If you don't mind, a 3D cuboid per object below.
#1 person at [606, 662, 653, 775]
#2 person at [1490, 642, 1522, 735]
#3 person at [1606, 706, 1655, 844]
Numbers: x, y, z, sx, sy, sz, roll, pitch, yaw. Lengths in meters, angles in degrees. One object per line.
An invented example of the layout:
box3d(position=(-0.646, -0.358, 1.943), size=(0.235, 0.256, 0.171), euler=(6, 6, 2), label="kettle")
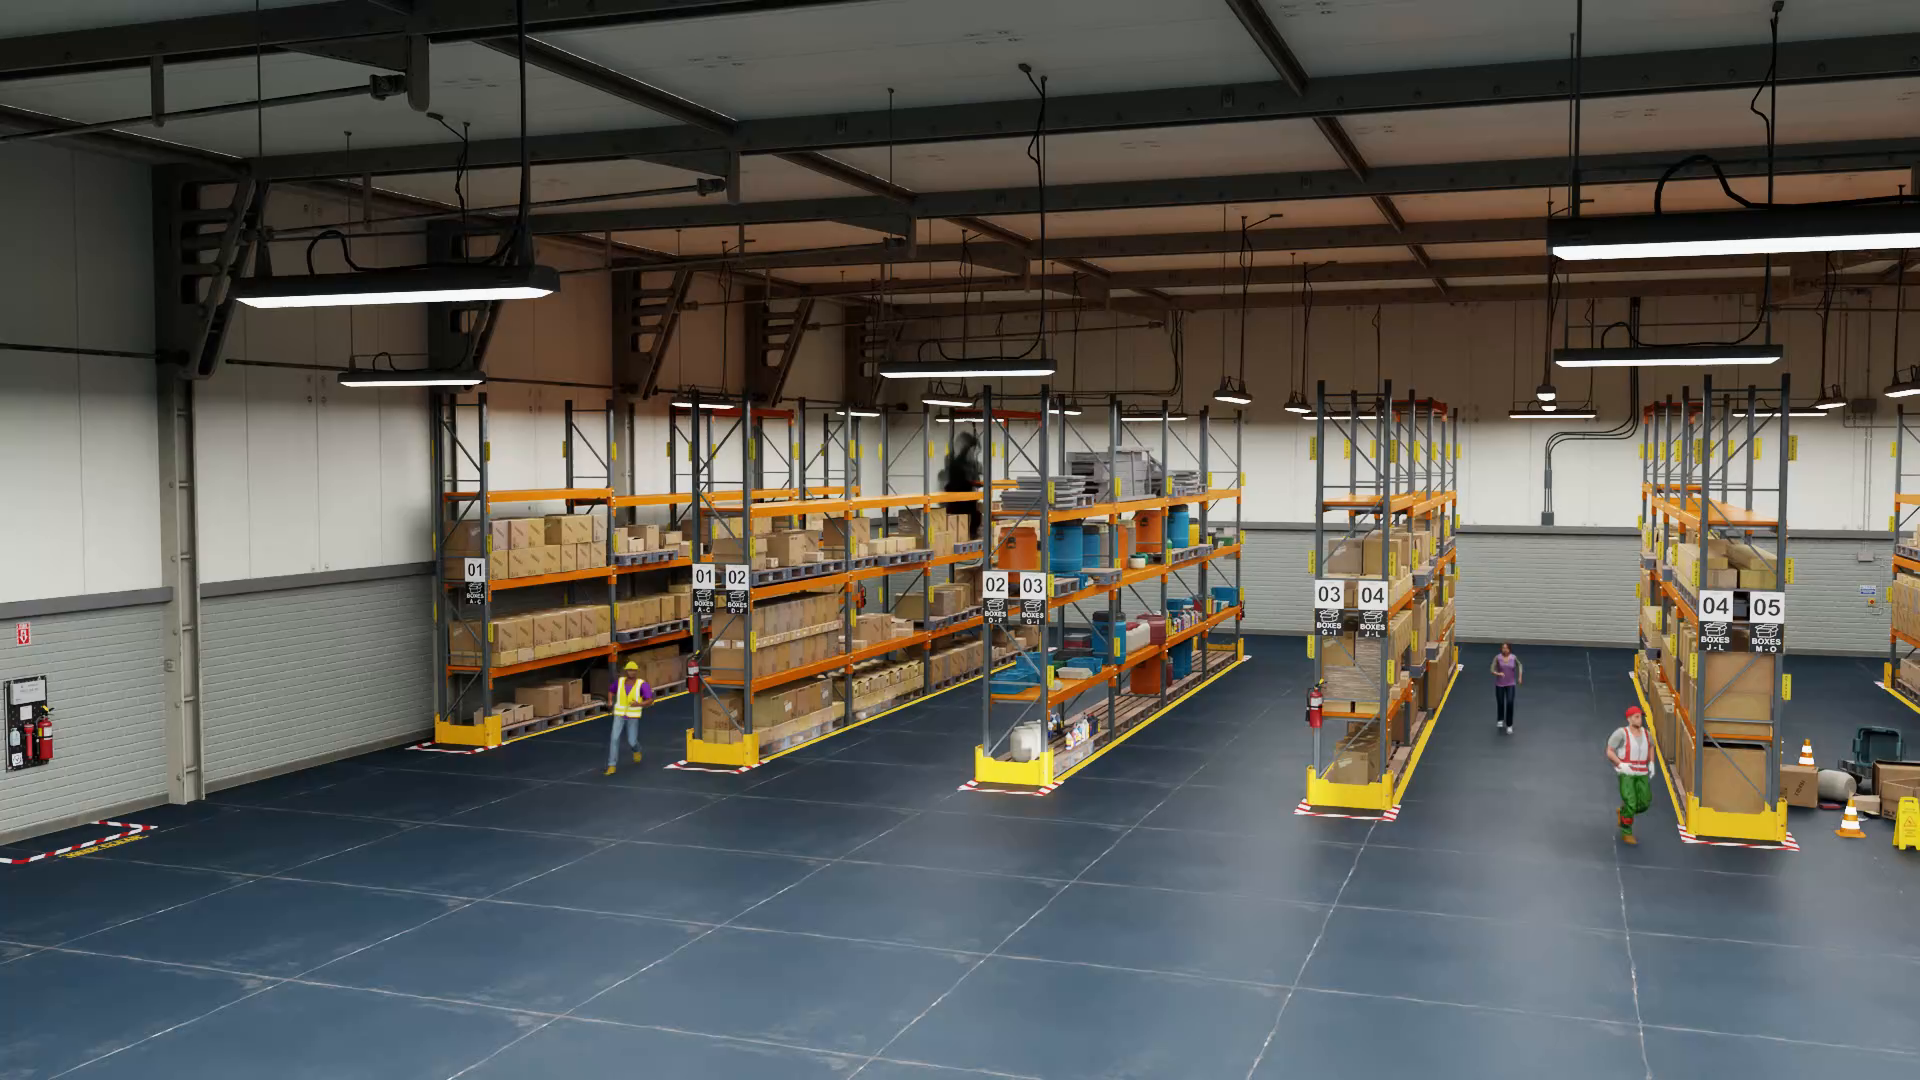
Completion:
box3d(position=(-5.193, 2.772, 26.128), size=(0.731, 1.722, 0.858), euler=(0, 3, -1), label="person")
box3d(position=(9.720, 2.649, 29.625), size=(0.558, 1.636, 0.710), euler=(1, 3, 15), label="person")
box3d(position=(8.645, 3.004, 21.409), size=(0.708, 1.752, 0.634), euler=(-1, 3, -11), label="person")
